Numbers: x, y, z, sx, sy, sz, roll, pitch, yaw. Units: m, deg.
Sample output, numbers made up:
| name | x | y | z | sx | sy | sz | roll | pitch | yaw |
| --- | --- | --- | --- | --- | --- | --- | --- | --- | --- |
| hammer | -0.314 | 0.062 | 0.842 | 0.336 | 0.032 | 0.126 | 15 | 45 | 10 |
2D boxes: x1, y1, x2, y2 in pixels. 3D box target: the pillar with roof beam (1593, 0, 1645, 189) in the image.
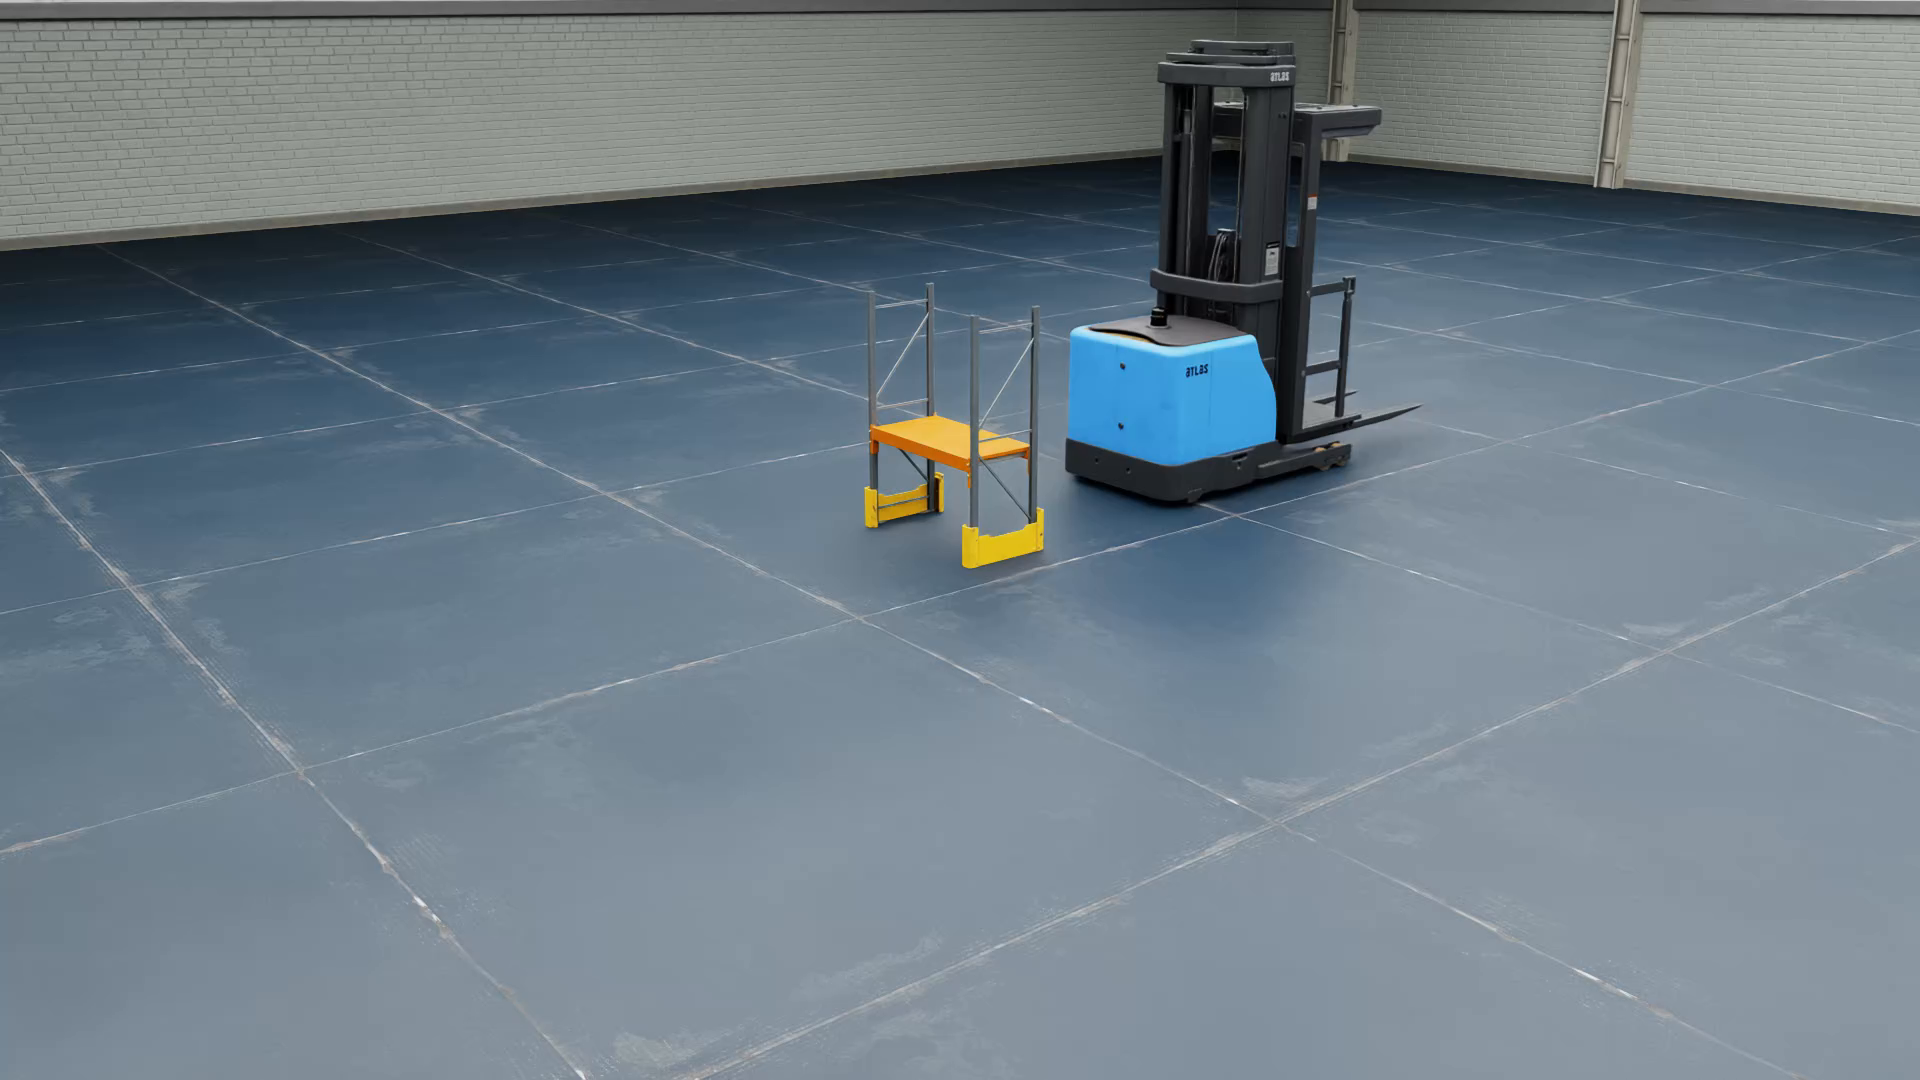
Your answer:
| name | x | y | z | sx | sy | sz | roll | pitch | yaw |
| --- | --- | --- | --- | --- | --- | --- | --- | --- | --- |
| pillar with roof beam | 7.875 | -9.552 | 24.895 | 9.100 | 9.000 | 0.400 | -14 | 23 | -36 |

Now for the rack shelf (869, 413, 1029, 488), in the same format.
| name | x | y | z | sx | sy | sz | roll | pitch | yaw |
| --- | --- | --- | --- | --- | --- | --- | --- | --- | --- |
| rack shelf | -0.053 | -0.562 | 10.247 | 0.538 | 0.185 | 1.000 | -14 | 23 | -36 |

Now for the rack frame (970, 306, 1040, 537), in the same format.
| name | x | y | z | sx | sy | sz | roll | pitch | yaw |
| --- | --- | --- | --- | --- | --- | --- | --- | --- | --- |
| rack frame | 0.263 | -0.608 | 9.812 | 0.500 | 1.500 | 0.032 | -14 | 23 | -36 |

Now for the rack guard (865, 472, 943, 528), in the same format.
| name | x | y | z | sx | sy | sz | roll | pitch | yaw |
| --- | --- | --- | --- | --- | --- | --- | --- | --- | --- |
| rack guard | -0.357 | -0.260 | 10.751 | 0.587 | 0.250 | 0.087 | -14 | 23 | -36 |

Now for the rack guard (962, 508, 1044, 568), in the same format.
| name | x | y | z | sx | sy | sz | roll | pitch | yaw |
| --- | --- | --- | --- | --- | --- | --- | --- | --- | --- |
| rack guard | 0.262 | -0.015 | 10.009 | 0.587 | 0.250 | 0.087 | -14 | 23 | -36 |

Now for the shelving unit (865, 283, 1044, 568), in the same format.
| name | x | y | z | sx | sy | sz | roll | pitch | yaw |
| --- | --- | --- | --- | --- | --- | --- | --- | --- | --- |
| shelving unit | -0.047 | -0.731 | 10.183 | 0.587 | 1.500 | 1.083 | -14 | 23 | -36 |

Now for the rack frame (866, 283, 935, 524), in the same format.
| name | x | y | z | sx | sy | sz | roll | pitch | yaw |
| --- | --- | --- | --- | --- | --- | --- | --- | --- | --- |
| rack frame | -0.369 | -0.858 | 10.569 | 0.500 | 1.500 | 0.032 | -14 | 23 | -36 |

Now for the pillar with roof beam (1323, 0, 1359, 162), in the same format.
| name | x | y | z | sx | sy | sz | roll | pitch | yaw |
| --- | --- | --- | --- | --- | --- | --- | --- | --- | --- |
| pillar with roof beam | 4.149 | -11.031 | 29.360 | 9.100 | 9.000 | 0.400 | -14 | 23 | -36 |

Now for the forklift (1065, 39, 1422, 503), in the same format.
| name | x | y | z | sx | sy | sz | roll | pitch | yaw |
| --- | --- | --- | --- | --- | --- | --- | --- | --- | --- |
| forklift | 2.188 | -1.996 | 11.729 | 3.031 | 2.935 | 1.130 | -15 | 23 | -38 |
